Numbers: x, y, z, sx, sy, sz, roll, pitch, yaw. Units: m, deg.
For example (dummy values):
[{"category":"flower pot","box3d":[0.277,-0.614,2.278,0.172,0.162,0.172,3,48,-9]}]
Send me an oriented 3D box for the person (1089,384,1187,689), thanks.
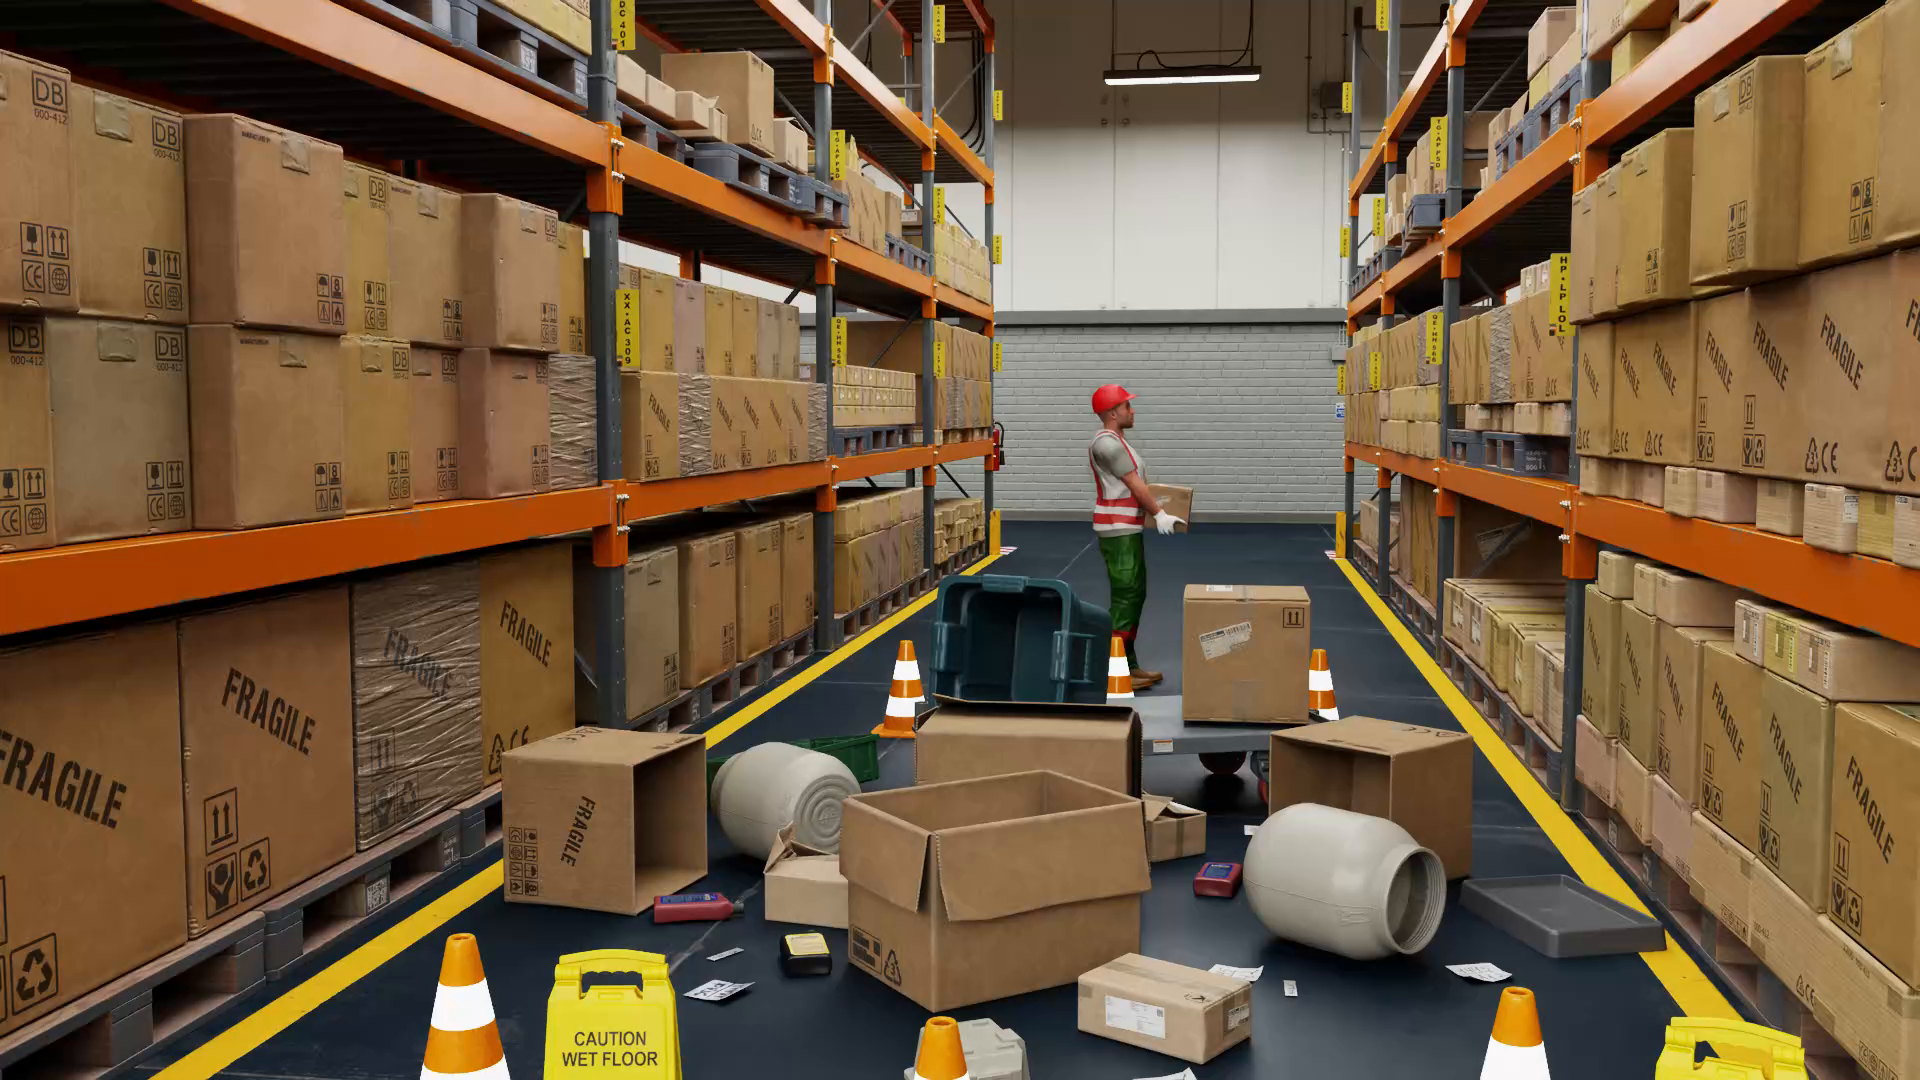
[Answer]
[{"category":"person","box3d":[1.055,-0.027,9.808,0.570,1.782,0.494,1,4,10]}]
